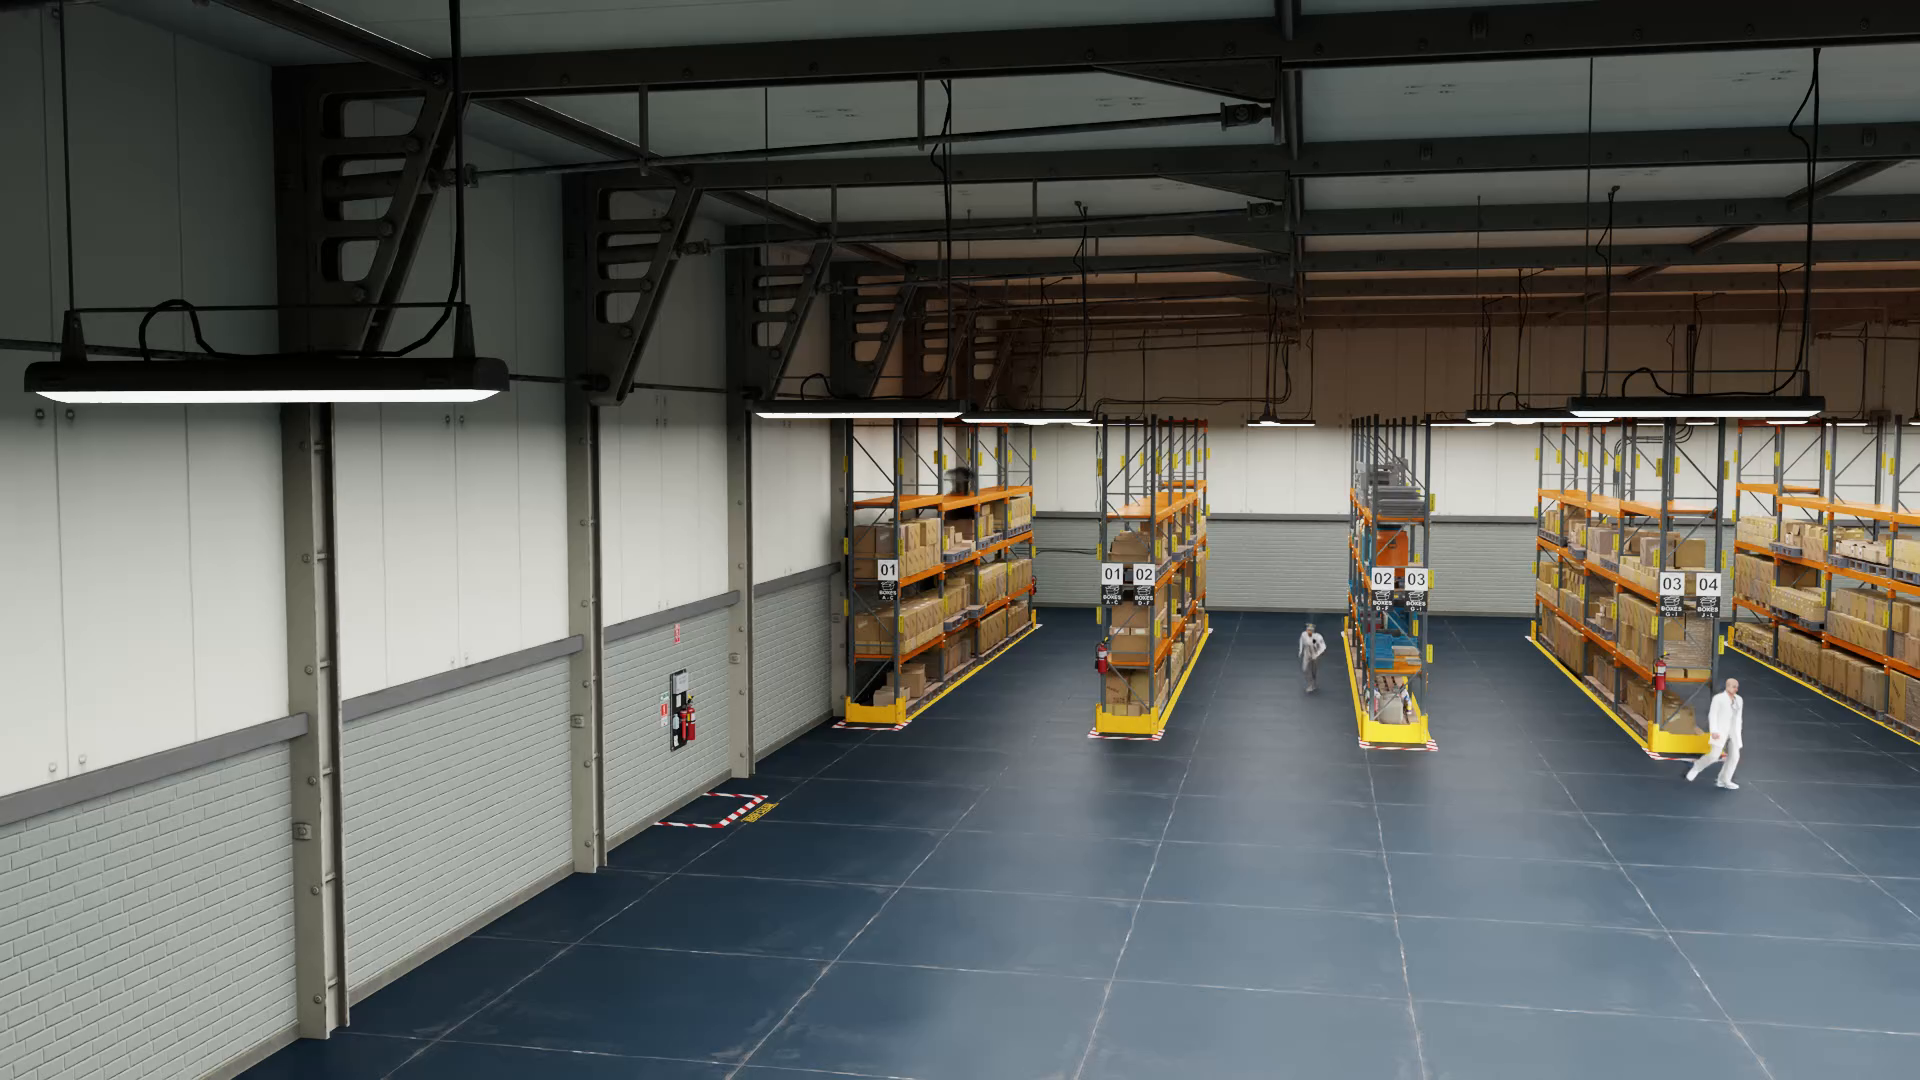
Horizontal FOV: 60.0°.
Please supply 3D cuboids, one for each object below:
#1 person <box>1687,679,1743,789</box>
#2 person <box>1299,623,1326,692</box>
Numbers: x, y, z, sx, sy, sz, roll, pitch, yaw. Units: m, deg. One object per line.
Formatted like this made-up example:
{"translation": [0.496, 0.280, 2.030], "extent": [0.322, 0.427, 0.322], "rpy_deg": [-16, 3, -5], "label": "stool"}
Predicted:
{"translation": [12.079, 3.065, 26.530], "extent": [0.762, 1.751, 0.659], "rpy_deg": [-1, 4, -13], "label": "person"}
{"translation": [7.753, 2.545, 36.499], "extent": [0.611, 1.518, 1.015], "rpy_deg": [2, 4, 22], "label": "person"}
